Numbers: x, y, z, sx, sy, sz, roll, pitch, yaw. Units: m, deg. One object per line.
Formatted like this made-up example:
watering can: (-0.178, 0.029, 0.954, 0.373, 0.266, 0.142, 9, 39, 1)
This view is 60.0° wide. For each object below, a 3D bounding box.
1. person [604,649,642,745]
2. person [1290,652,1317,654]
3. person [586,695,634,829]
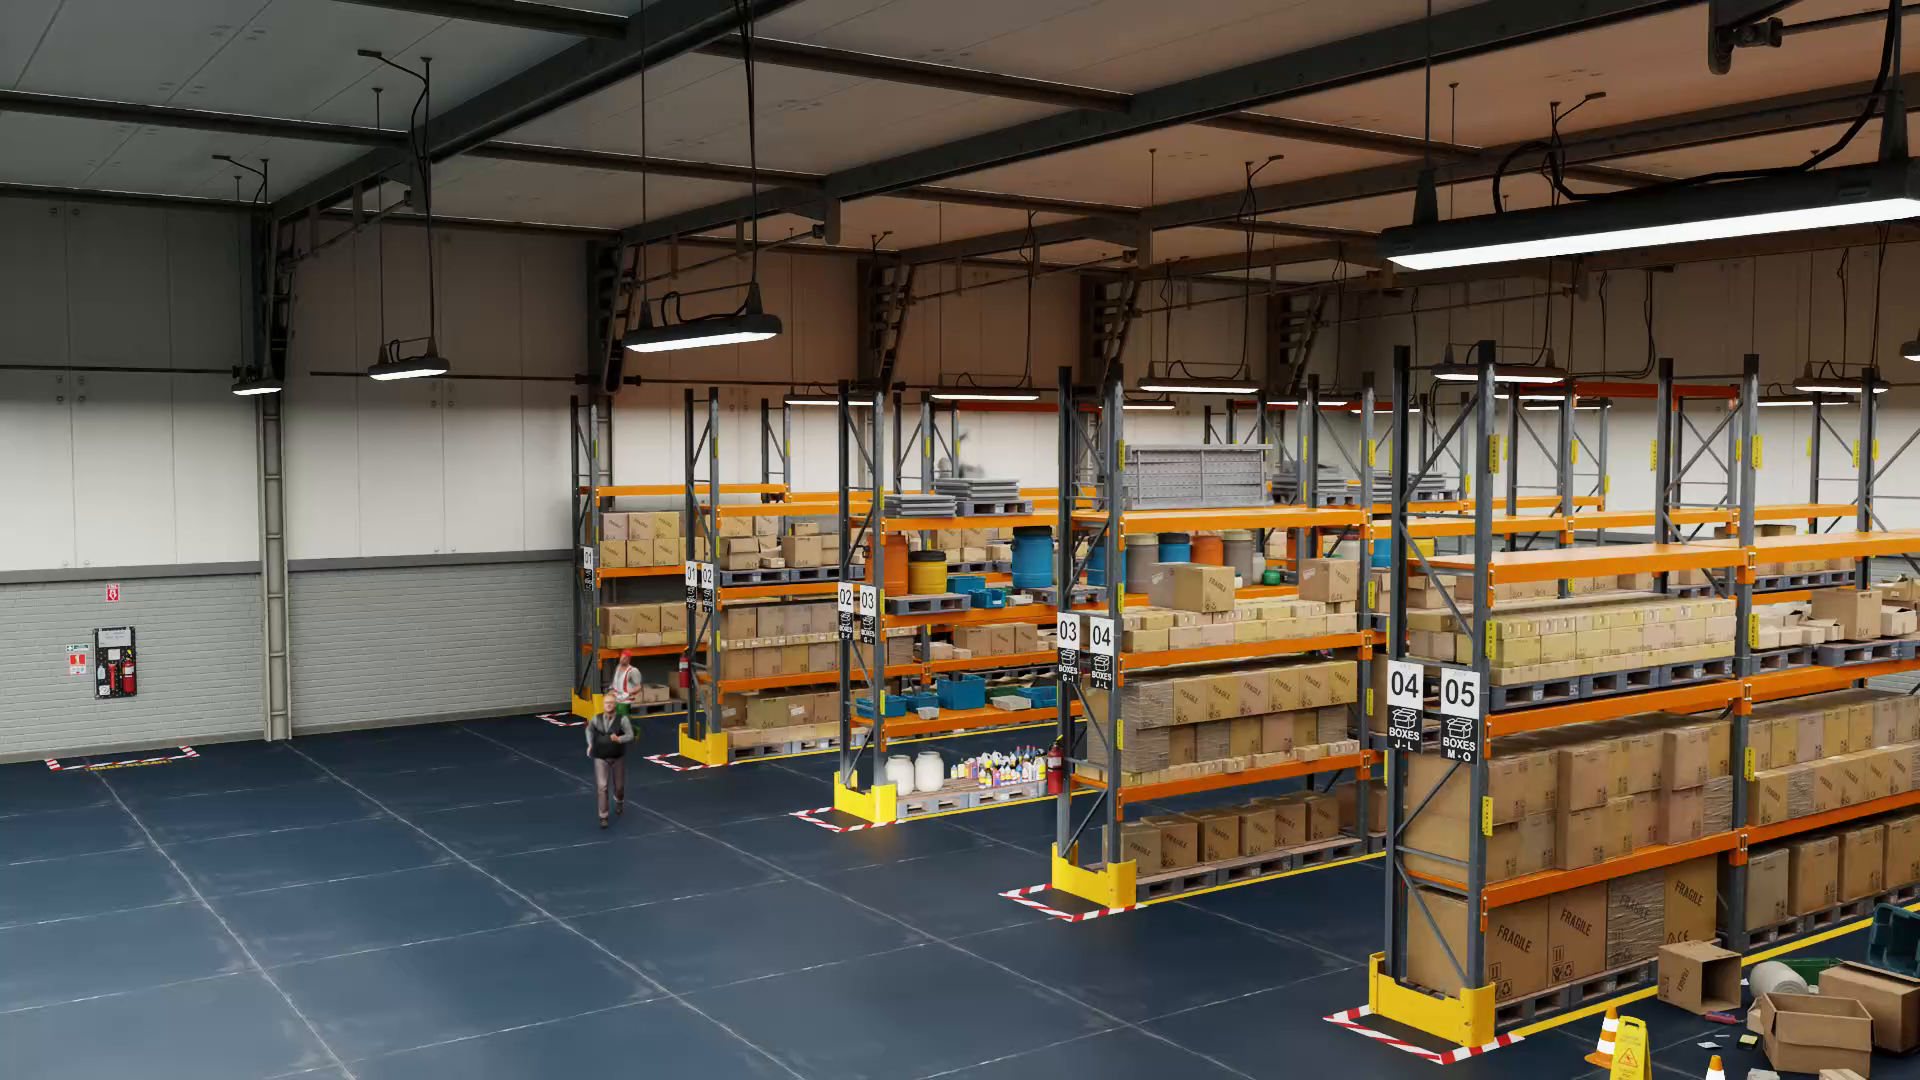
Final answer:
person: (-5.560, 2.659, 27.634, 0.671, 1.708, 0.602, 3, 5, 41)
person: (6.355, 2.426, 31.502, 0.660, 1.740, 0.644, -3, 5, -41)
person: (-4.702, 2.938, 22.325, 0.657, 1.703, 0.971, -1, 3, -8)
